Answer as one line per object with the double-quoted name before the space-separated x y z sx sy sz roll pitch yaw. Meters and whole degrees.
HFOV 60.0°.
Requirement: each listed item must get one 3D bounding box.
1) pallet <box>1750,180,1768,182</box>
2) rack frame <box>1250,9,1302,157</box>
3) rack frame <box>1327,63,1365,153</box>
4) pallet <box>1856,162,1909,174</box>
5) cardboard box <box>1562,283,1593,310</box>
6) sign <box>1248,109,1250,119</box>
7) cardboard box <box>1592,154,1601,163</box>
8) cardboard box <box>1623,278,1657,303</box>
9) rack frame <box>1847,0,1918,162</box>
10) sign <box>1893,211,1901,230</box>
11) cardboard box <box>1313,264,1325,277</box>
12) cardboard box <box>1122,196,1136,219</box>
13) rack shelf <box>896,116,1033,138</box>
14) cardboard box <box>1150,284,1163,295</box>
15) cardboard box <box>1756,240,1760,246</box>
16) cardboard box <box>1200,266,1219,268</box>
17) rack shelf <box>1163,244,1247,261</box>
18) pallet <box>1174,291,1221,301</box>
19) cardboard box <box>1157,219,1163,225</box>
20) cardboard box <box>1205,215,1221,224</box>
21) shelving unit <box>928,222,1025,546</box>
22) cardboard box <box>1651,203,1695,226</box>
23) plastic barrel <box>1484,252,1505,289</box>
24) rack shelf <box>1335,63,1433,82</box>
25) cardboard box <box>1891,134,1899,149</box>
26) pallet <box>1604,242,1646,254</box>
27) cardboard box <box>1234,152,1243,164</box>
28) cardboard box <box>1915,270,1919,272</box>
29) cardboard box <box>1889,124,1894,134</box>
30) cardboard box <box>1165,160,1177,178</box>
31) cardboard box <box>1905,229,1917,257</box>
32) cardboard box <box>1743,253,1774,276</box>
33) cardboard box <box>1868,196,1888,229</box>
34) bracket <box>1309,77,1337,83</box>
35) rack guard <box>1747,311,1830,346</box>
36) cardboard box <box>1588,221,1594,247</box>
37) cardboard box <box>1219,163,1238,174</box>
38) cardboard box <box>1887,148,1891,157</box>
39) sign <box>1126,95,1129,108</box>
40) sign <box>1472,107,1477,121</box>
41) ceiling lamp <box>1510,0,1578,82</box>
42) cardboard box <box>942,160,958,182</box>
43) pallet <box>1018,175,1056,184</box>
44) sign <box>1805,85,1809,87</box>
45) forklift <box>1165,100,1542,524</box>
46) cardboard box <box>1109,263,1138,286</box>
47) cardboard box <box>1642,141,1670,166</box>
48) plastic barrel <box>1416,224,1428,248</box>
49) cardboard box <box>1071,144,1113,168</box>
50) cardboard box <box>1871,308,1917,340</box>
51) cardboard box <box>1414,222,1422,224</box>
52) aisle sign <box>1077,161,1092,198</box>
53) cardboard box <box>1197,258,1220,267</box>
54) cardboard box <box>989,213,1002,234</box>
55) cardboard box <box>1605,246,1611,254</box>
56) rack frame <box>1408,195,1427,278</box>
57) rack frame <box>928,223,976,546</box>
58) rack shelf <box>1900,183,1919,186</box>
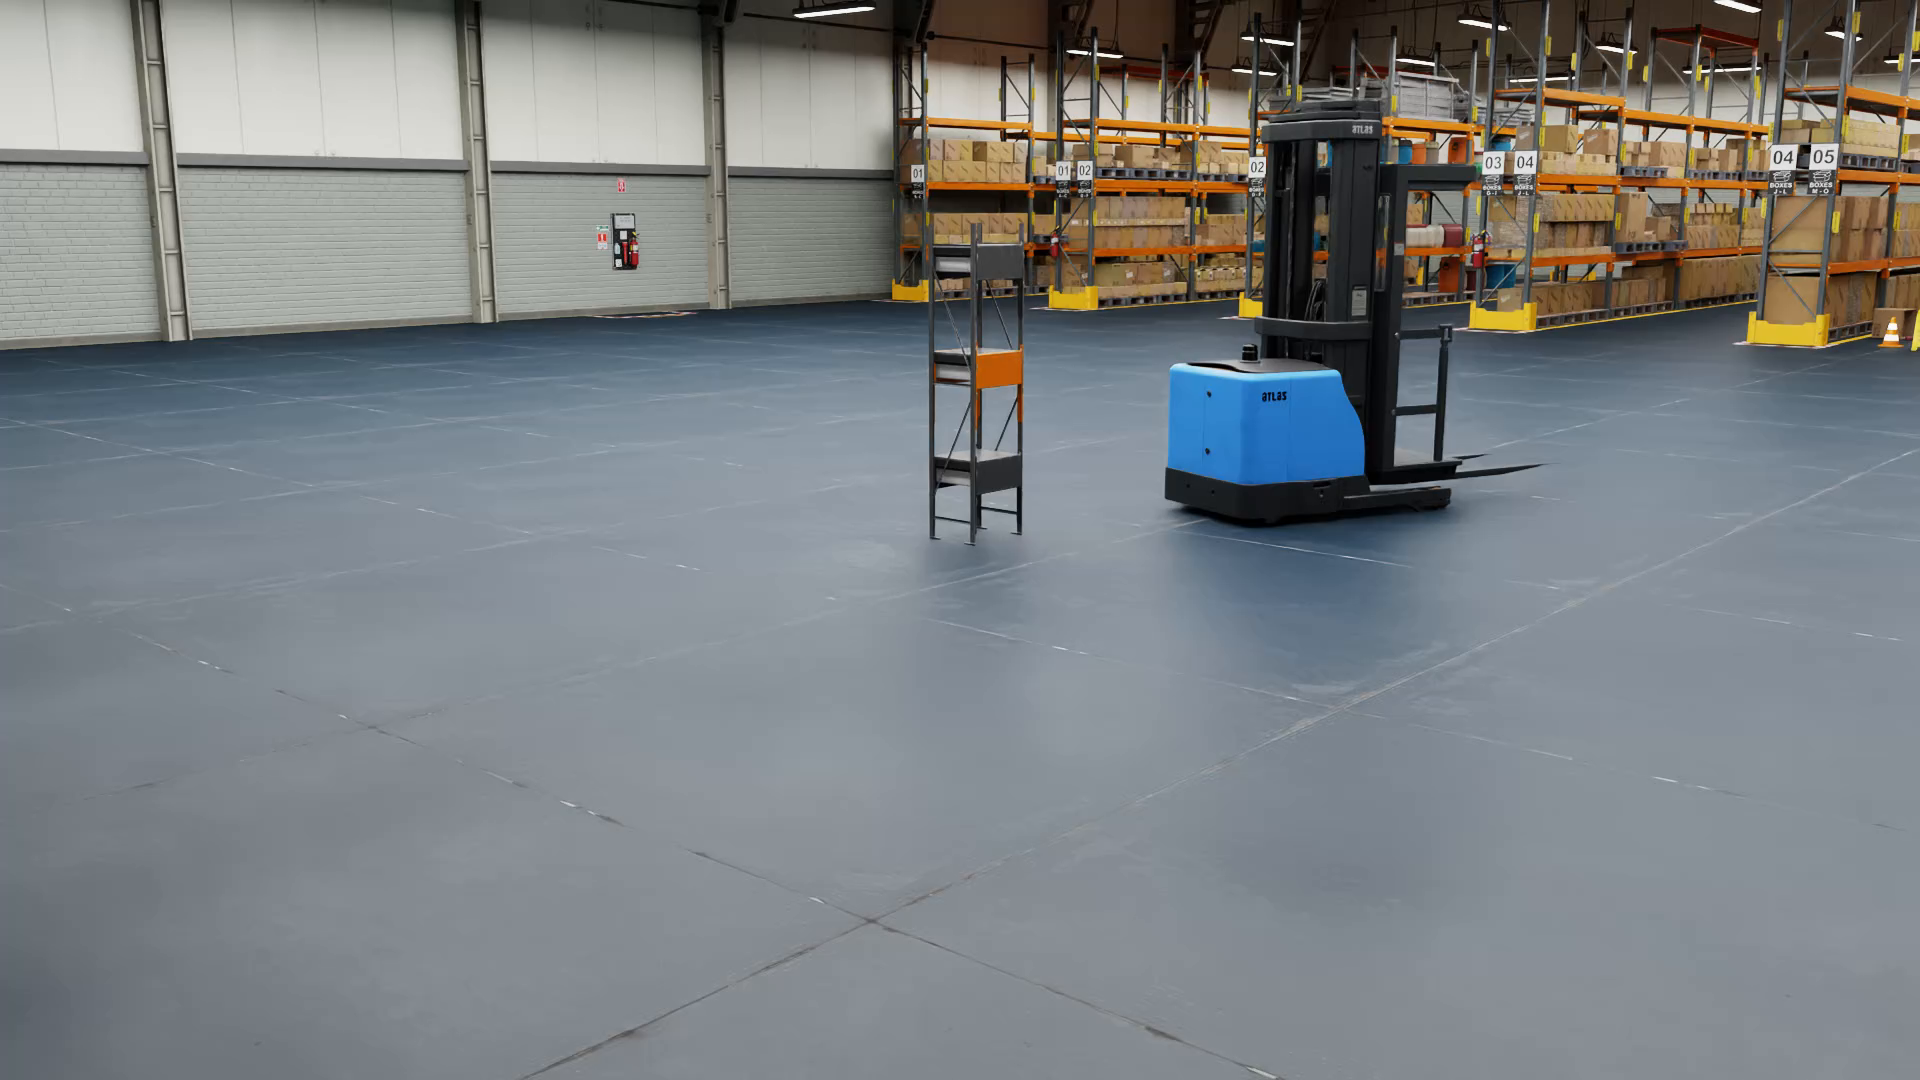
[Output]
"pallet" 20.060 -9.038 41.369 1.003 0.211 1.213 10 15 40
"rack frame" 6.259 -8.949 33.040 1.000 3.000 0.127 10 15 40
"rack frame" 10.462 -11.355 45.089 1.000 3.000 0.127 10 15 40
"pallet" 16.848 -6.817 30.515 0.805 0.209 1.217 9 14 38
"cardboard box" 12.326 -4.882 33.303 0.500 0.500 0.500 9 15 39
"sign" 8.966 -13.192 51.496 0.100 0.325 0.005 10 15 40
"cardboard box" 12.114 -7.343 32.025 0.380 0.149 0.250 9 15 39
"cardboard box" 14.477 -5.349 35.593 0.700 0.500 0.500 8 14 36
"rack frame" 16.279 -8.241 29.496 1.000 3.000 0.127 10 15 40
"sign" 16.697 -5.691 29.632 0.100 0.325 0.005 10 15 40
"cardboard box" 9.354 -7.073 44.225 0.500 0.500 0.500 9 14 38
"cardboard box" 3.569 -7.560 37.838 0.700 0.500 0.500 10 15 41
"rack shelf" 0.138 -10.170 40.998 1.077 0.370 4.000 10 15 40
"cardboard box" 4.383 -5.850 38.789 0.500 0.250 0.500 10 15 40
"cardboard box" 19.034 -7.164 40.060 0.380 0.149 0.250 9 15 40
"cardboard box" 6.238 -6.690 41.562 0.500 0.311 0.500 10 15 40
"rack shelf" 6.502 -7.178 41.327 1.077 0.370 4.000 10 15 40
"pallet" 5.638 -5.983 40.625 1.003 0.211 1.213 10 15 40
"cardboard box" 4.490 -7.386 38.623 0.380 0.149 0.250 10 15 40
"cardboard box" 7.109 -9.278 49.240 0.980 0.700 0.700 10 15 41
"shelving unit" 0.109 -1.054 11.127 0.431 2.100 0.503 10 15 40
"cardboard box" 15.756 -7.190 36.735 0.797 0.503 0.637 10 15 42
"plastic barrel" 13.341 -6.767 41.721 0.600 0.901 0.708 10 15 40
"rack shelf" 11.783 -12.927 46.307 1.077 0.370 4.000 10 15 40
"cardboard box" 16.147 -6.992 29.195 0.500 0.250 0.500 10 15 40
"pallet" 13.234 -5.955 33.856 1.003 0.211 1.213 10 15 40
"cardboard box" 8.077 -11.292 49.571 0.500 0.500 0.500 10 15 41
"cardboard box" 19.557 -5.305 33.511 0.500 0.250 0.500 9 14 38
"cardboard box" 15.944 -7.124 28.839 0.380 0.149 0.250 10 15 40
"cardboard box" 5.757 -10.584 47.505 0.700 0.500 0.500 9 15 39
"cardboard box" 17.493 -5.538 31.026 0.500 0.500 0.500 10 15 40
"cardboard box" 19.579 -6.646 41.181 0.875 0.875 0.875 10 15 40
"cardboard box" 15.734 -5.756 29.233 0.875 0.550 0.550 10 15 40
"bracket" 12.227 -15.135 54.822 0.076 0.066 3.189 10 15 40
"rack guard" 13.623 -3.481 27.364 1.175 0.500 0.348 10 15 40
"cardboard box" 11.920 -6.023 32.692 0.875 0.500 0.500 10 15 40
"cardboard box" 6.490 -9.113 40.832 0.500 0.250 0.500 8 14 36
"cardboard box" 15.943 -6.731 28.911 0.380 0.149 0.250 10 15 41
"sign" 4.512 -11.835 44.903 0.100 0.325 0.005 10 15 40
"sign" 11.958 -9.898 38.614 0.100 0.325 0.005 10 15 40
"ceiling lamp" 16.751 -14.877 47.819 2.000 3.185 0.800 10 15 40
"cardboard box" -0.393 -8.909 40.193 0.500 0.500 0.500 -11 16 -44
"pallet" 1.945 -9.332 43.098 1.213 0.211 1.003 10 15 40
"sign" 20.940 -11.087 41.159 0.100 0.325 0.005 10 15 40
"forklift" 3.074 -1.732 12.399 3.031 2.935 1.130 -6 13 -27
"cardboard box" 3.711 -6.072 37.989 0.500 0.500 0.500 10 15 40
"cardboard box" 14.465 -8.058 34.709 0.500 0.500 0.500 10 15 41
"plastic barrel" 10.466 -6.946 37.983 0.433 0.535 0.433 0 11 0
"cardboard box" 2.924 -8.528 36.899 0.637 0.503 0.797 -11 16 -44
"cardboard box" 16.026 -3.713 28.520 0.500 0.500 0.500 -9 14 -38
"cardboard box" 13.012 -8.950 48.107 0.500 0.500 0.500 10 15 42
"aisle sign" 2.728 -7.873 36.336 0.394 0.787 0.004 10 15 40
"cardboard box" 7.309 -8.130 49.569 0.700 0.500 0.500 10 15 41
"cardboard box" 0.712 -7.924 41.643 0.500 0.500 0.500 9 15 39
"cardboard box" 12.699 -5.762 33.044 0.380 0.149 0.250 10 15 40
"rack frame" 13.103 -9.002 48.623 1.000 3.000 0.127 10 15 40
"rack frame" -0.052 -1.018 10.948 0.400 2.100 0.015 10 15 40
"rack shelf" 20.240 -7.300 34.280 1.077 0.370 4.000 10 15 40
